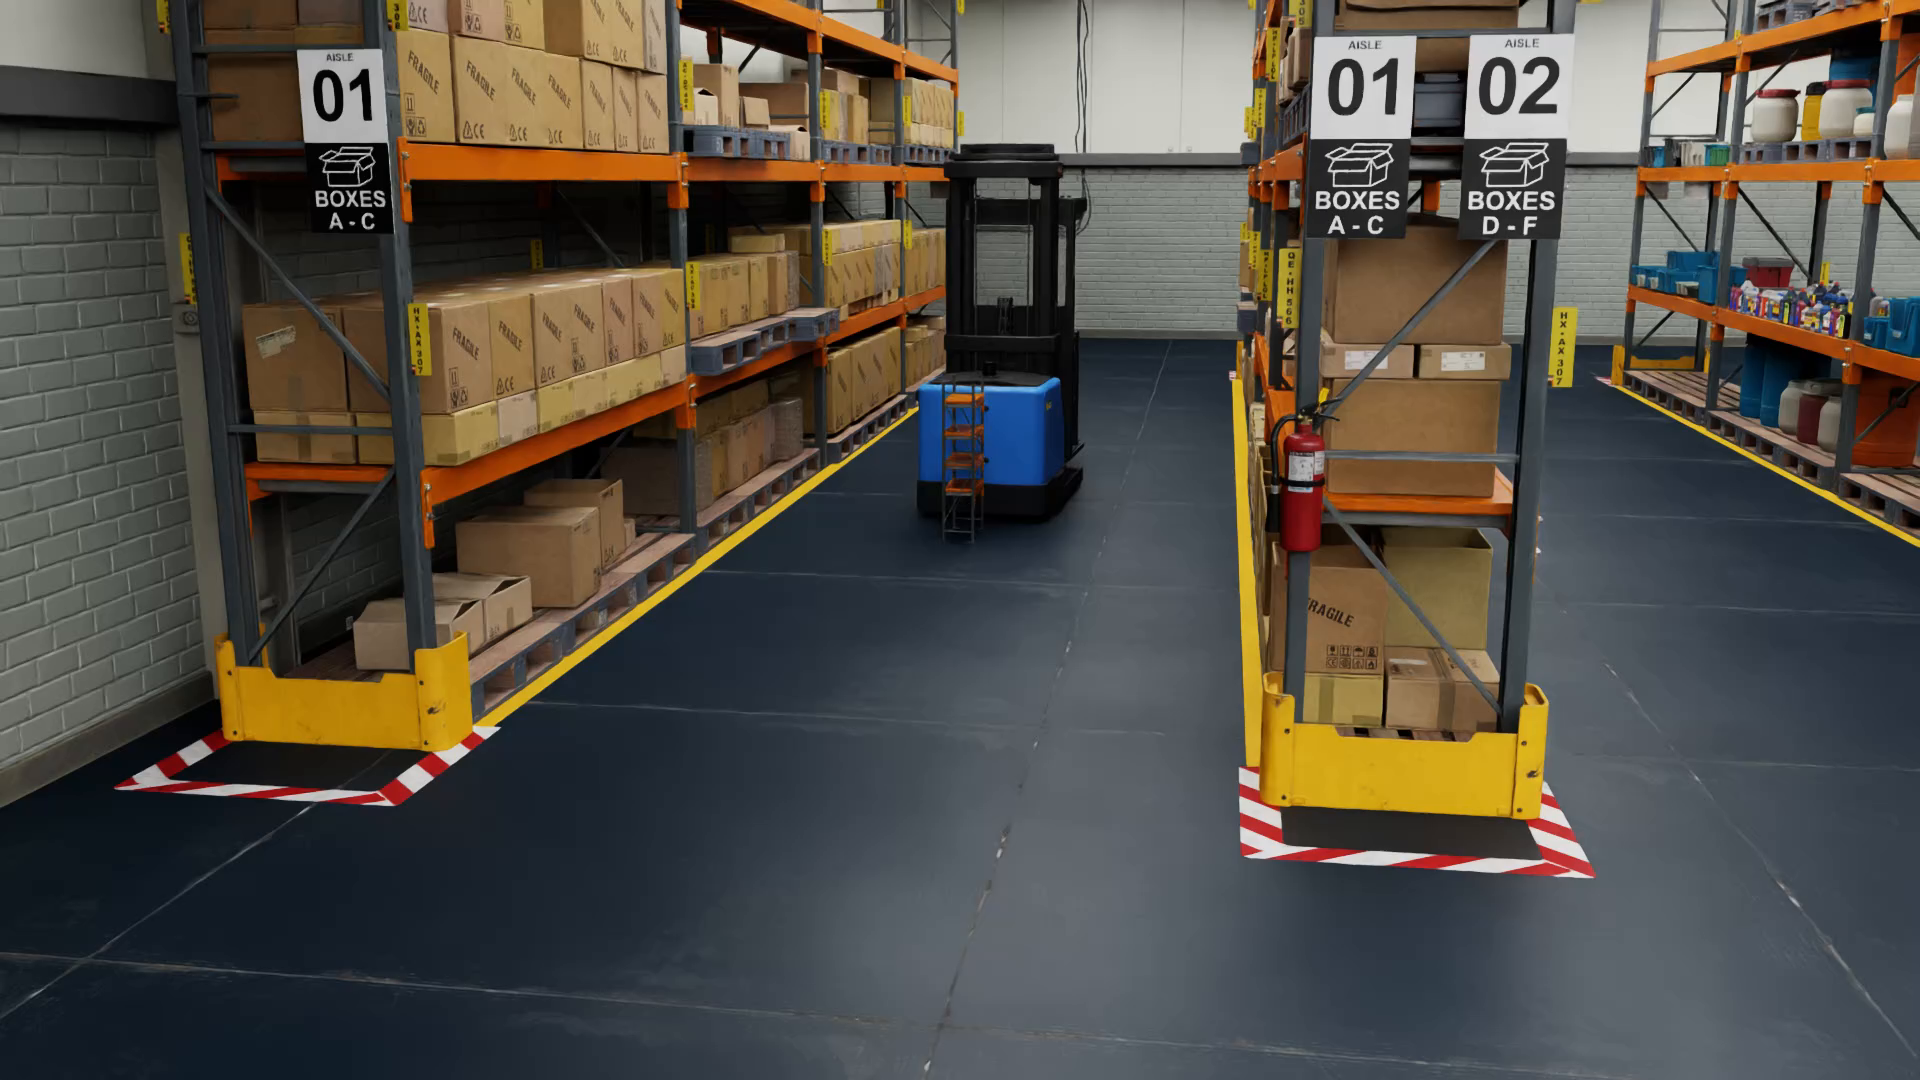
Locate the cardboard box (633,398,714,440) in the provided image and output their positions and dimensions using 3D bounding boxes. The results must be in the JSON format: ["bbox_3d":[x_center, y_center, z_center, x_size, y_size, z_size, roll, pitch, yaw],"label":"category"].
[{"bbox_3d":[-2.212,-0.941,12.851,0.500,0.250,0.500,2,12,7],"label":"cardboard box"}]

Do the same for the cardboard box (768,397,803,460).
[{"bbox_3d":[-1.817,-1.010,14.951,0.700,0.500,0.500,2,12,9],"label":"cardboard box"}]

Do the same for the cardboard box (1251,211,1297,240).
[{"bbox_3d":[3.575,-3.493,18.971,0.500,0.500,0.500,2,12,9],"label":"cardboard box"}]

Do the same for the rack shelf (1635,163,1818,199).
[{"bbox_3d":[8.954,-4.212,19.503,1.077,0.370,4.000,2,12,9],"label":"rack shelf"}]

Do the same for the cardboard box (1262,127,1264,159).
[{"bbox_3d":[3.250,-3.722,15.289,0.910,0.500,0.500,2,12,9],"label":"cardboard box"}]

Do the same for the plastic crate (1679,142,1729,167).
[{"bbox_3d":[8.616,-4.470,19.277,0.437,0.282,0.530,2,12,9],"label":"plastic crate"}]

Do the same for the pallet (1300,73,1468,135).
[{"bbox_3d":[2.042,-1.913,7.341,1.003,0.211,1.213,2,12,9],"label":"pallet"}]

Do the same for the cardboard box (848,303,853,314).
[{"bbox_3d":[-1.308,-2.386,16.992,0.380,0.149,0.250,2,12,10],"label":"cardboard box"}]

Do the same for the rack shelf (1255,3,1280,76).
[{"bbox_3d":[3.445,-4.811,16.114,1.077,0.370,4.000,2,12,9],"label":"rack shelf"}]

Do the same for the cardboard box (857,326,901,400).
[{"bbox_3d":[-1.114,-2.016,18.836,0.750,0.750,0.750,2,12,9],"label":"cardboard box"}]

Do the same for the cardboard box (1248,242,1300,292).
[{"bbox_3d":[3.416,-2.859,17.408,0.700,0.500,0.500,4,13,18],"label":"cardboard box"}]

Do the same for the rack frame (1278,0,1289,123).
[{"bbox_3d":[2.523,-4.109,10.201,1.000,3.000,0.127,2,12,9],"label":"rack frame"}]

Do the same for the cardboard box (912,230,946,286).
[{"bbox_3d":[-0.697,-3.723,21.935,0.980,0.700,0.700,2,12,8],"label":"cardboard box"}]

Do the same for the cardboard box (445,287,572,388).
[{"bbox_3d":[-2.446,-1.106,9.035,0.500,0.500,0.500,1,12,7],"label":"cardboard box"}]

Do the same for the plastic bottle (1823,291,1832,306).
[{"bbox_3d":[8.646,-2.344,16.557,0.097,0.271,0.097,0,12,0],"label":"plastic bottle"}]

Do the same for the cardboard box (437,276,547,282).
[{"bbox_3d":[-2.817,-1.337,10.106,0.500,0.500,0.500,2,12,10],"label":"cardboard box"}]

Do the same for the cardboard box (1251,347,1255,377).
[{"bbox_3d":[3.207,-1.796,16.817,0.500,0.250,0.500,2,12,8],"label":"cardboard box"}]

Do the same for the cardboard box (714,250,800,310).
[{"bbox_3d":[-1.820,-2.335,14.925,0.700,0.500,0.500,0,12,2],"label":"cardboard box"}]

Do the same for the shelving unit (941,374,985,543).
[{"bbox_3d":[0.025,-0.621,12.527,0.258,1.200,0.503,2,12,9],"label":"shelving unit"}]

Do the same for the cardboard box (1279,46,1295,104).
[{"bbox_3d":[2.101,-2.664,9.499,0.500,0.311,0.500,1,12,6],"label":"cardboard box"}]

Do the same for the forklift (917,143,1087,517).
[{"bbox_3d":[0.476,-1.884,14.277,1.130,2.935,3.031,3,12,12],"label":"forklift"}]

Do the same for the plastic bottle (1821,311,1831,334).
[{"bbox_3d":[7.758,-1.941,14.849,0.097,0.201,0.097,0,12,0],"label":"plastic bottle"}]

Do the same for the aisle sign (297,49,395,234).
[{"bbox_3d":[-2.703,-1.750,7.322,0.394,0.787,0.004,2,12,9],"label":"aisle sign"}]

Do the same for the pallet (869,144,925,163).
[{"bbox_3d":[-1.006,-4.595,19.783,1.003,0.211,1.213,2,12,9],"label":"pallet"}]

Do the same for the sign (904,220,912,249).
[{"bbox_3d":[-0.605,-3.513,19.115,0.100,0.325,0.005,2,12,9],"label":"sign"}]

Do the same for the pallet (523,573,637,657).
[{"bbox_3d":[-2.626,0.423,10.032,1.003,0.211,1.213,2,12,9],"label":"pallet"}]

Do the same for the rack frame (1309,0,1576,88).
[{"bbox_3d":[1.907,-3.277,6.337,1.000,3.000,0.127,2,12,9],"label":"rack frame"}]

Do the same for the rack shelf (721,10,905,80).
[{"bbox_3d":[-1.450,-4.971,16.855,1.077,0.370,4.000,2,12,9],"label":"rack shelf"}]

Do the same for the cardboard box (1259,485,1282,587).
[{"bbox_3d":[1.913,-0.006,9.149,0.500,0.500,0.500,2,12,9],"label":"cardboard box"}]

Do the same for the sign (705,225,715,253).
[{"bbox_3d":[-2.307,-2.752,15.396,0.100,0.325,0.005,2,12,9],"label":"sign"}]

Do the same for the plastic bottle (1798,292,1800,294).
[{"bbox_3d":[8.779,-2.491,17.404,0.097,0.201,0.097,0,12,0],"label":"plastic bottle"}]

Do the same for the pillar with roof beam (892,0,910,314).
[{"bbox_3d":[3.287,-7.218,24.624,9.100,9.000,0.400,2,12,9],"label":"pillar with roof beam"}]

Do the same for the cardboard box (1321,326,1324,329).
[{"bbox_3d":[1.897,-0.956,8.030,0.380,0.149,0.250,2,12,9],"label":"cardboard box"}]

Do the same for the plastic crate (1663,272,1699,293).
[{"bbox_3d":[8.650,-3.083,19.936,0.416,0.233,0.300,2,12,9],"label":"plastic crate"}]

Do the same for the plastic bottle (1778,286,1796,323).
[{"bbox_3d":[7.963,-2.258,15.967,0.144,0.351,0.185,2,12,9],"label":"plastic bottle"}]

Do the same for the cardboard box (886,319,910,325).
[{"bbox_3d":[-0.869,-2.808,21.798,0.380,0.149,0.250,2,12,9],"label":"cardboard box"}]

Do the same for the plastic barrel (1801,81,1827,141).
[{"bbox_3d":[8.707,-4.248,16.519,0.600,0.588,0.600,0,12,0],"label":"plastic barrel"}]

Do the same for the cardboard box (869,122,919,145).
[{"bbox_3d":[-0.776,-4.784,19.574,0.500,0.250,0.500,2,12,8],"label":"cardboard box"}]

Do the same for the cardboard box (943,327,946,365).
[{"bbox_3d":[-0.536,-2.669,22.693,0.700,0.500,0.500,2,12,9],"label":"cardboard box"}]

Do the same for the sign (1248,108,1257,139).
[{"bbox_3d":[3.216,-4.577,18.264,0.100,0.325,0.005,2,12,9],"label":"sign"}]

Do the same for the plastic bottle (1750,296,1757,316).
[{"bbox_3d":[8.083,-2.380,16.887,0.097,0.201,0.097,0,12,0],"label":"plastic bottle"}]

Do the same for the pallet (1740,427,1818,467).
[{"bbox_3d":[8.302,-0.903,16.185,1.003,0.211,1.213,2,12,9],"label":"pallet"}]

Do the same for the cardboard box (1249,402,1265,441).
[{"bbox_3d":[2.767,-1.045,14.421,0.500,0.311,0.500,2,12,11],"label":"cardboard box"}]

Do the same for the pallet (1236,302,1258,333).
[{"bbox_3d":[3.173,-2.059,15.382,1.213,0.211,1.003,2,12,9],"label":"pallet"}]

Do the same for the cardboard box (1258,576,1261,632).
[{"bbox_3d":[1.917,0.361,9.227,0.500,0.250,0.500,2,12,9],"label":"cardboard box"}]

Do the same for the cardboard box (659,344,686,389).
[{"bbox_3d":[-2.146,-1.164,11.084,0.500,0.250,0.500,2,12,9],"label":"cardboard box"}]

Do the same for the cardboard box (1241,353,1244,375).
[{"bbox_3d":[3.850,-2.233,21.219,0.500,0.250,0.500,2,12,9],"label":"cardboard box"}]

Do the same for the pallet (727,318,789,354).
[{"bbox_3d":[-2.022,-1.662,13.539,1.003,0.211,1.213,2,12,9],"label":"pallet"}]

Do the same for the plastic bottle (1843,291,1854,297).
[{"bbox_3d":[8.751,-2.318,16.425,0.152,0.276,0.135,2,12,9],"label":"plastic bottle"}]

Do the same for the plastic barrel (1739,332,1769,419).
[{"bbox_3d":[8.546,-1.747,17.466,0.600,0.901,0.708,2,12,9],"label":"plastic barrel"}]

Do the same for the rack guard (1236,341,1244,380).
[{"bbox_3d":[4.356,-2.437,22.614,1.175,0.500,0.348,2,12,9],"label":"rack guard"}]

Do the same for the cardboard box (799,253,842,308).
[{"bbox_3d":[-1.430,-2.466,15.824,0.500,0.500,0.500,2,12,10],"label":"cardboard box"}]

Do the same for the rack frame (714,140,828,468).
[{"bbox_3d":[-1.758,-2.169,15.437,1.000,3.000,0.127,2,12,9],"label":"rack frame"}]

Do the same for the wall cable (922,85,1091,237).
[{"bbox_3d":[0.696,-6.415,28.269,3.097,2.526,0.112,2,12,9],"label":"wall cable"}]

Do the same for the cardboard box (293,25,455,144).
[{"bbox_3d":[-2.689,-2.090,7.667,0.500,0.500,0.500,2,12,10],"label":"cardboard box"}]

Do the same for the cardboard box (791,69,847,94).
[{"bbox_3d":[-1.477,-4.804,17.484,0.500,0.250,0.500,1,12,7],"label":"cardboard box"}]

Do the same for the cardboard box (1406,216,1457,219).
[{"bbox_3d":[2.229,-1.454,8.802,0.700,0.500,0.500,2,12,9],"label":"cardboard box"}]
